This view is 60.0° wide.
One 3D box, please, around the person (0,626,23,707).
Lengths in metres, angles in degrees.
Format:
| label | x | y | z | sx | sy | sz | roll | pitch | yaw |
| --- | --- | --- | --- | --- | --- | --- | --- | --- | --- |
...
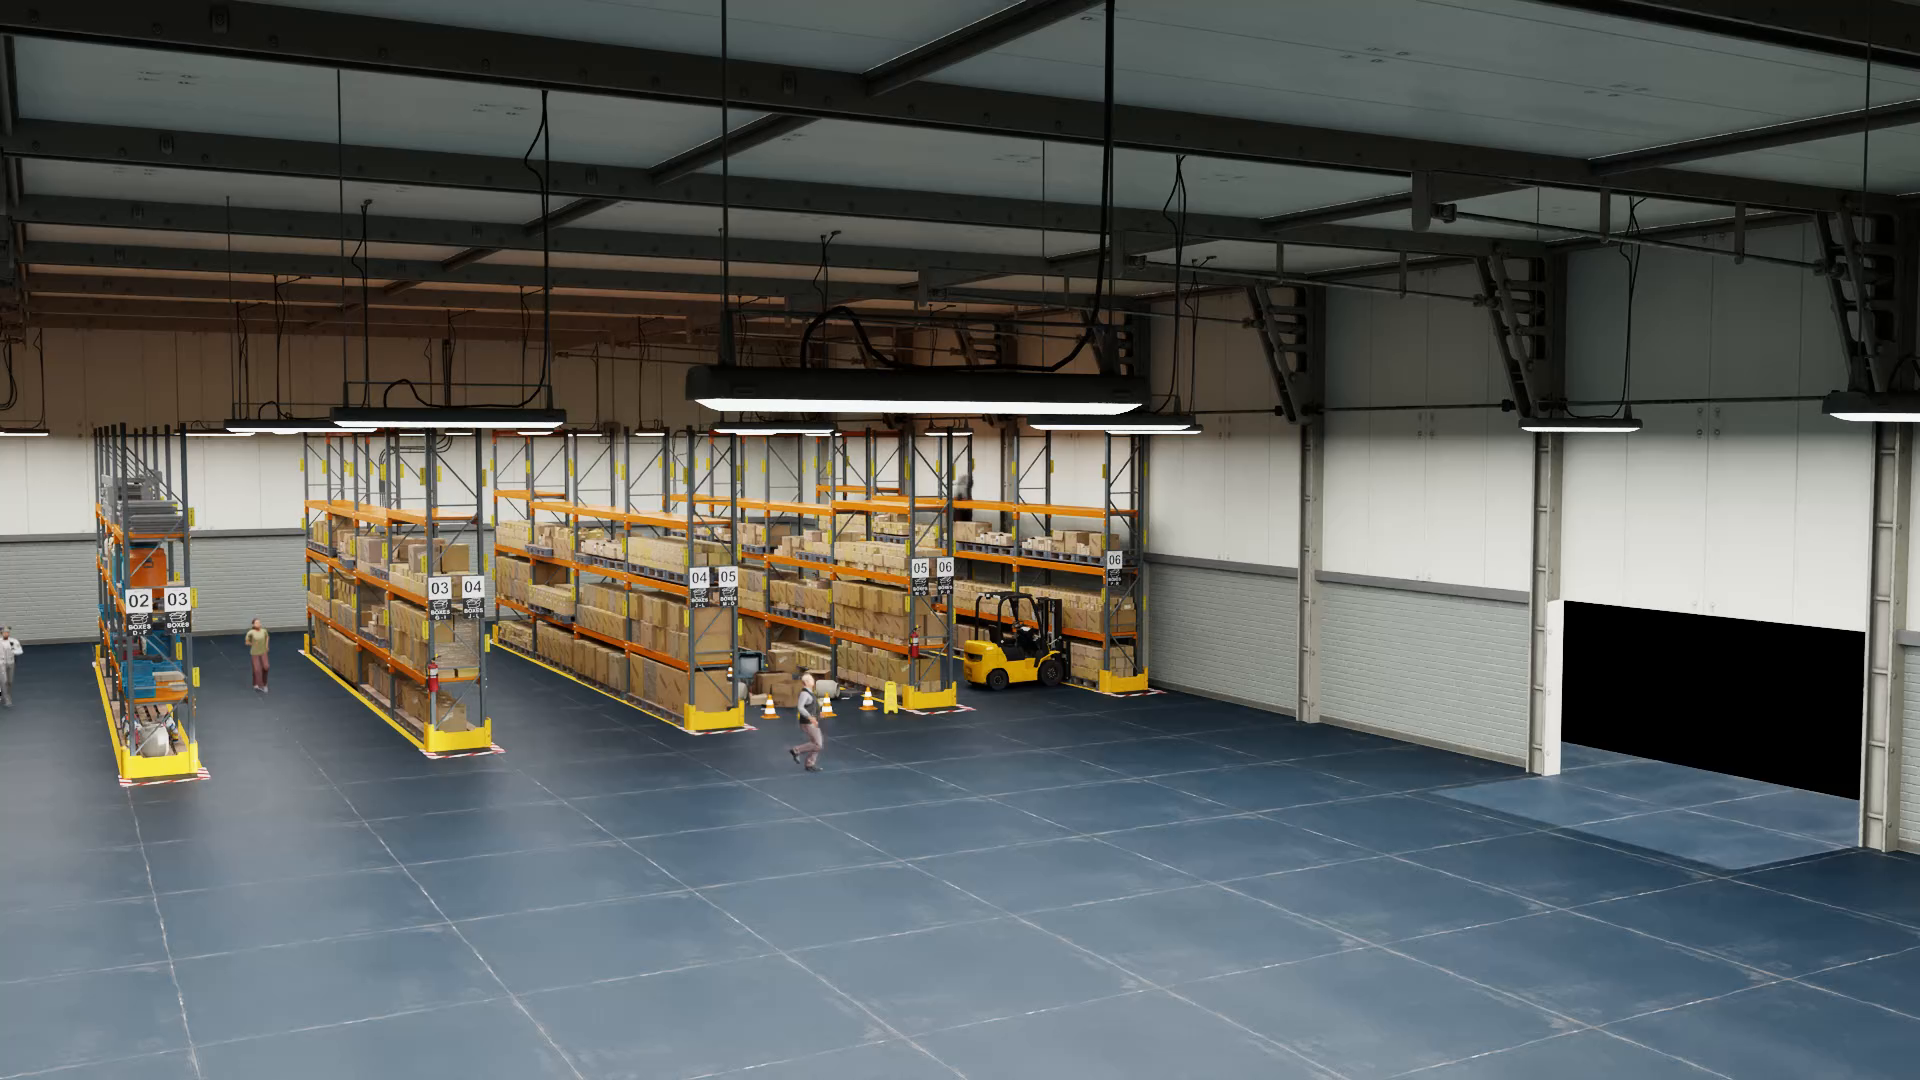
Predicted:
| label | x | y | z | sx | sy | sz | roll | pitch | yaw |
| --- | --- | --- | --- | --- | --- | --- | --- | --- | --- |
| person | -20.522 | 2.684 | 35.792 | 0.600 | 1.699 | 0.927 | -3 | 4 | -38 |

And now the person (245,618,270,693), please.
| label | x | y | z | sx | sy | sz | roll | pitch | yaw |
| --- | --- | --- | --- | --- | --- | --- | --- | --- | --- |
| person | -15.902 | 2.739 | 37.688 | 0.556 | 1.462 | 0.711 | -2 | 4 | -36 |

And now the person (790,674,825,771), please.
| label | x | y | z | sx | sy | sz | roll | pitch | yaw |
| --- | --- | --- | --- | --- | --- | --- | --- | --- | --- |
| person | -2.635 | 3.152 | 28.686 | 0.586 | 1.679 | 0.659 | 0 | 3 | 0 |
